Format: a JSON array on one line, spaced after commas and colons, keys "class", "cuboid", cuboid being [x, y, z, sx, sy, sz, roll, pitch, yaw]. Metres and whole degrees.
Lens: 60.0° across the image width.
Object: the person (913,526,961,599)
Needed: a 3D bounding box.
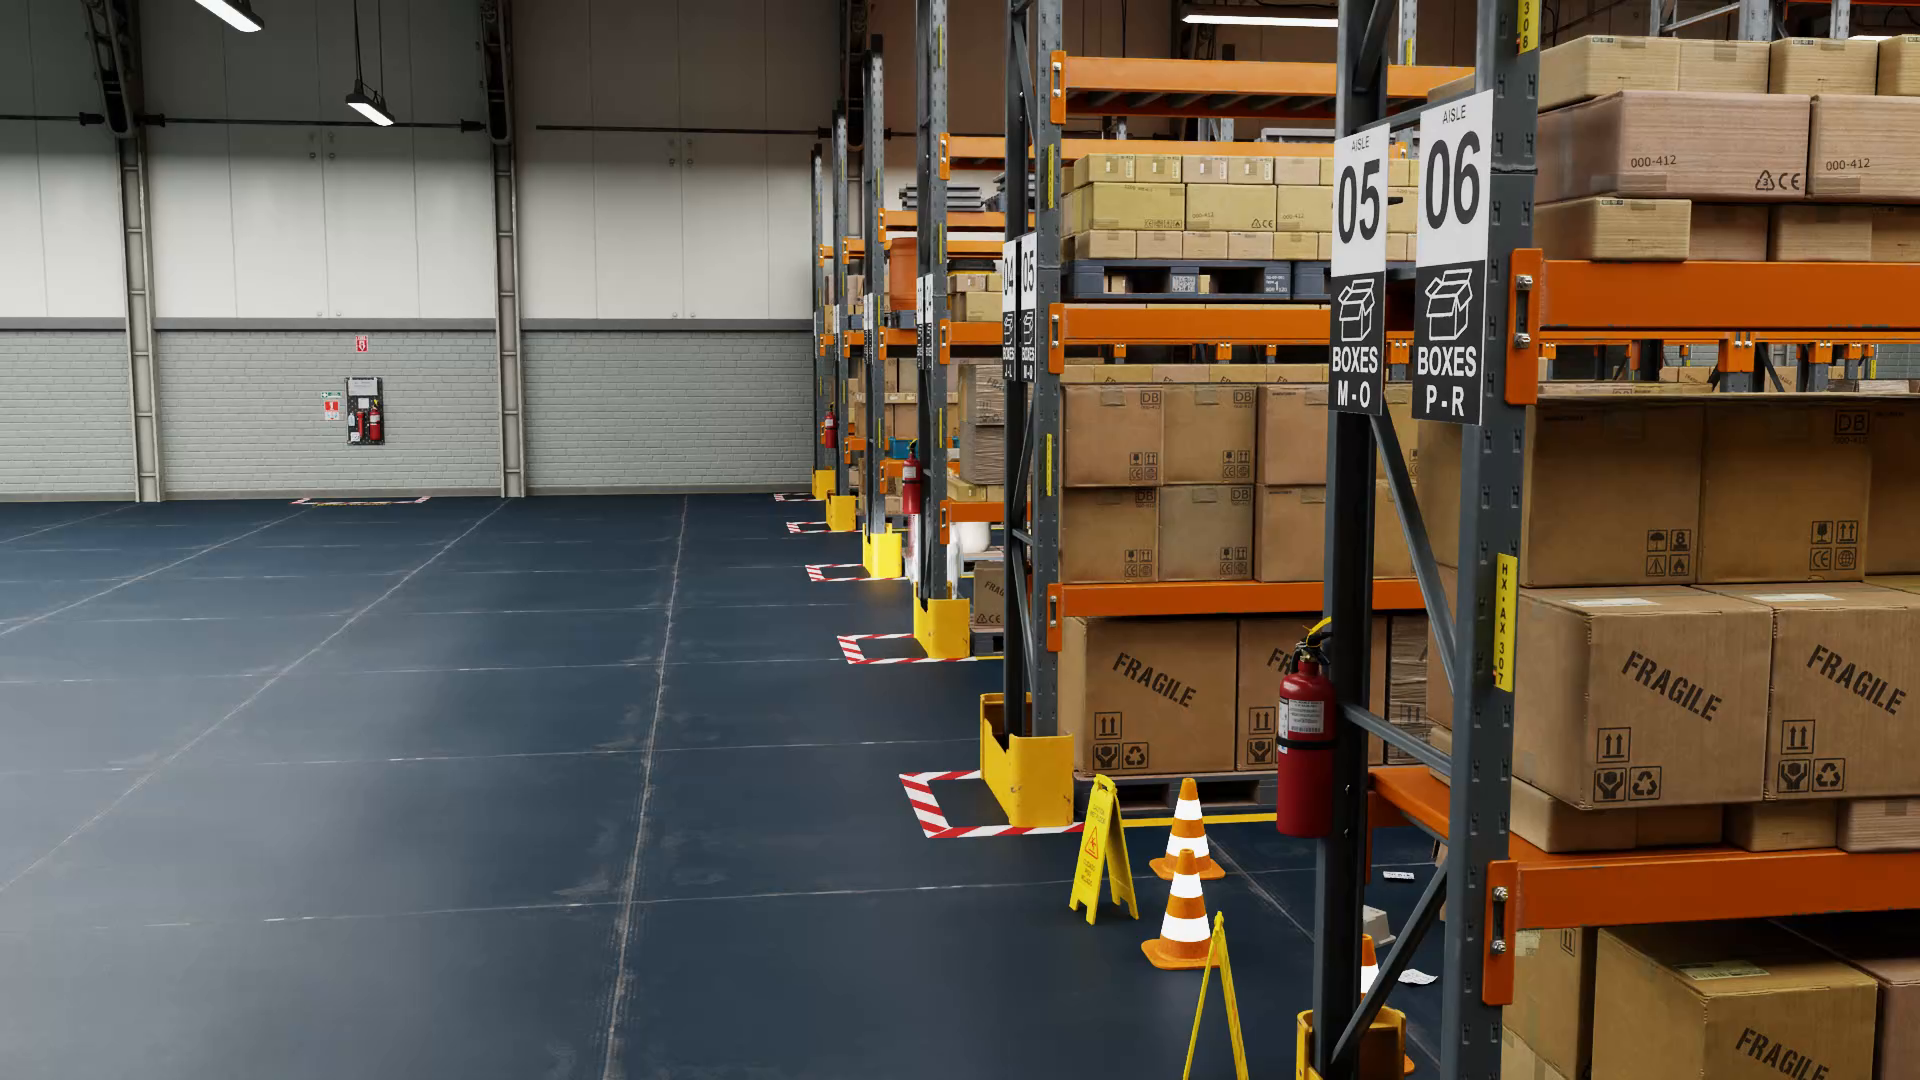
[{"class": "person", "cuboid": [-0.238, 0.246, 16.959, 0.455, 0.834, 0.892, -1, 7, -11]}]
